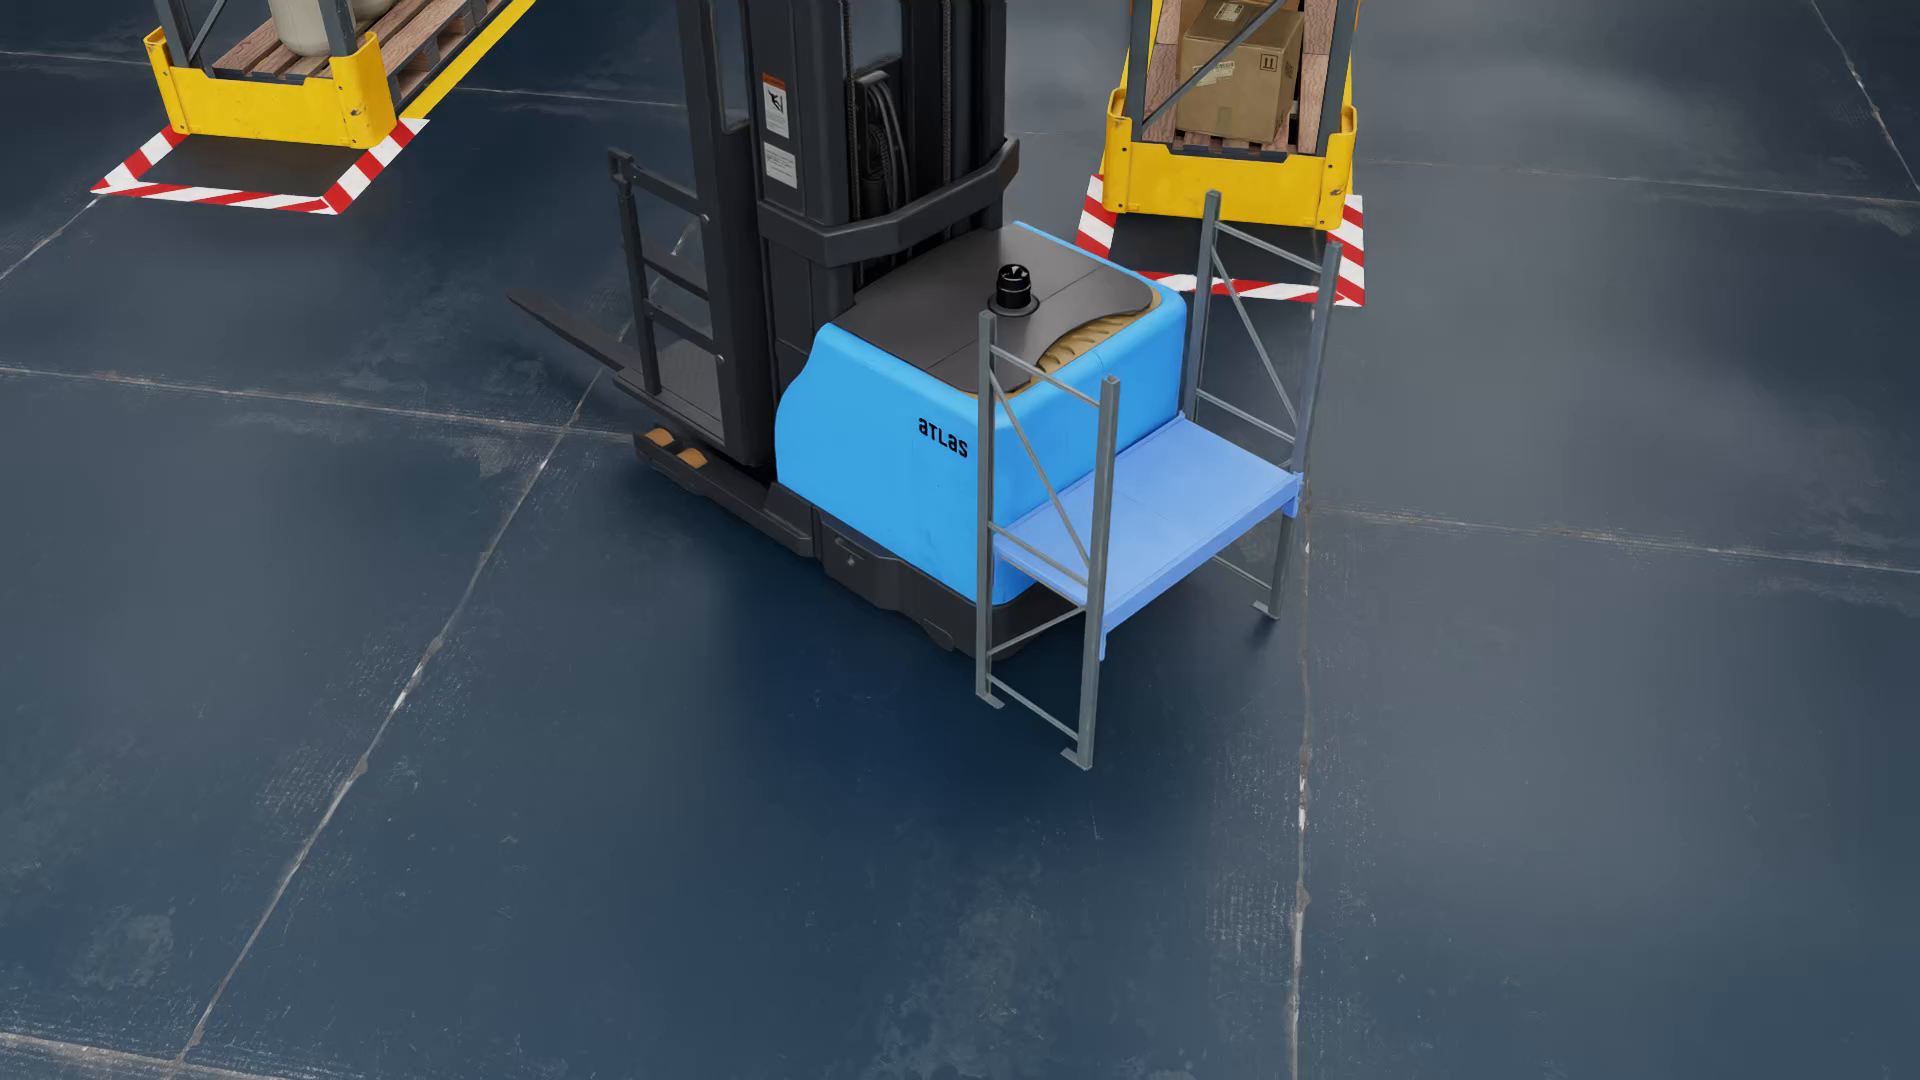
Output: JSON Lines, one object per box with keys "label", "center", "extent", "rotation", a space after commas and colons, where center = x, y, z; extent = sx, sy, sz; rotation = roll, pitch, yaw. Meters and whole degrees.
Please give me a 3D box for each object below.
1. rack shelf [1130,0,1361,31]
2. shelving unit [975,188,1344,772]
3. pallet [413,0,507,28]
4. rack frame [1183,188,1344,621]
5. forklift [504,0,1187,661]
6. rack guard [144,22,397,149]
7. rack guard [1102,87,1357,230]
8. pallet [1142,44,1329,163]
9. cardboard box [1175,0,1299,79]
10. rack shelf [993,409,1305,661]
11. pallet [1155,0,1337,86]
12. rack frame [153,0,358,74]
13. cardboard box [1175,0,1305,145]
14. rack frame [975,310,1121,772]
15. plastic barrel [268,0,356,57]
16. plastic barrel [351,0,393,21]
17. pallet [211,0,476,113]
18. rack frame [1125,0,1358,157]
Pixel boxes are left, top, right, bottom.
{"label": "rack shelf", "center": [1.633, -3.755, 9.002], "extent": [1.077, 0.370, 4.000], "rotation": [6, 40, 8]}
{"label": "shelving unit", "center": [0.599, -0.181, 5.292], "extent": [0.538, 1.500, 1.048], "rotation": [32, 49, 33]}
{"label": "pallet", "center": [-3.266, -3.574, 10.407], "extent": [1.003, 0.211, 1.213], "rotation": [6, 40, 8]}
{"label": "rack frame", "center": [0.958, -0.410, 5.569], "extent": [0.500, 1.500, 0.032], "rotation": [32, 49, 33]}
{"label": "forklift", "center": [-0.642, -1.537, 5.808], "extent": [3.031, 2.935, 1.130], "rotation": [31, 48, 32]}
{"label": "rack guard", "center": [-3.625, -2.412, 8.776], "extent": [1.175, 0.500, 0.348], "rotation": [6, 40, 8]}
{"label": "rack guard", "center": [1.300, -1.861, 8.109], "extent": [1.175, 0.500, 0.348], "rotation": [6, 40, 8]}
{"label": "pallet", "center": [1.475, -2.256, 8.813], "extent": [1.003, 0.211, 1.213], "rotation": [6, 40, 8]}
{"label": "cardboard box", "center": [1.481, -2.744, 8.847], "extent": [0.500, 0.500, 0.500], "rotation": [17, 42, 19]}
{"label": "rack shelf", "center": [0.599, -0.042, 5.407], "extent": [0.538, 0.185, 1.000], "rotation": [32, 49, 33]}
{"label": "pallet", "center": [1.688, -3.019, 9.736], "extent": [1.003, 0.211, 1.213], "rotation": [6, 40, 8]}
{"label": "rack frame", "center": [-3.592, -3.323, 7.915], "extent": [1.000, 3.000, 0.127], "rotation": [6, 40, 8]}
{"label": "cardboard box", "center": [1.411, -2.365, 8.389], "extent": [0.500, 0.500, 0.500], "rotation": [14, 41, 16]}
{"label": "rack frame", "center": [0.240, 0.048, 5.015], "extent": [0.500, 1.500, 0.032], "rotation": [32, 49, 33]}
{"label": "plastic barrel", "center": [-3.553, -2.947, 9.084], "extent": [0.421, 0.512, 0.421], "rotation": [0, 40, 0]}
{"label": "plastic barrel", "center": [-3.466, -3.262, 9.464], "extent": [0.421, 0.512, 0.421], "rotation": [0, 40, 0]}
{"label": "pallet", "center": [-3.479, -2.810, 9.484], "extent": [1.003, 0.211, 1.213], "rotation": [6, 40, 8]}
{"label": "rack frame", "center": [1.287, -2.777, 7.255], "extent": [1.000, 3.000, 0.127], "rotation": [6, 40, 8]}
